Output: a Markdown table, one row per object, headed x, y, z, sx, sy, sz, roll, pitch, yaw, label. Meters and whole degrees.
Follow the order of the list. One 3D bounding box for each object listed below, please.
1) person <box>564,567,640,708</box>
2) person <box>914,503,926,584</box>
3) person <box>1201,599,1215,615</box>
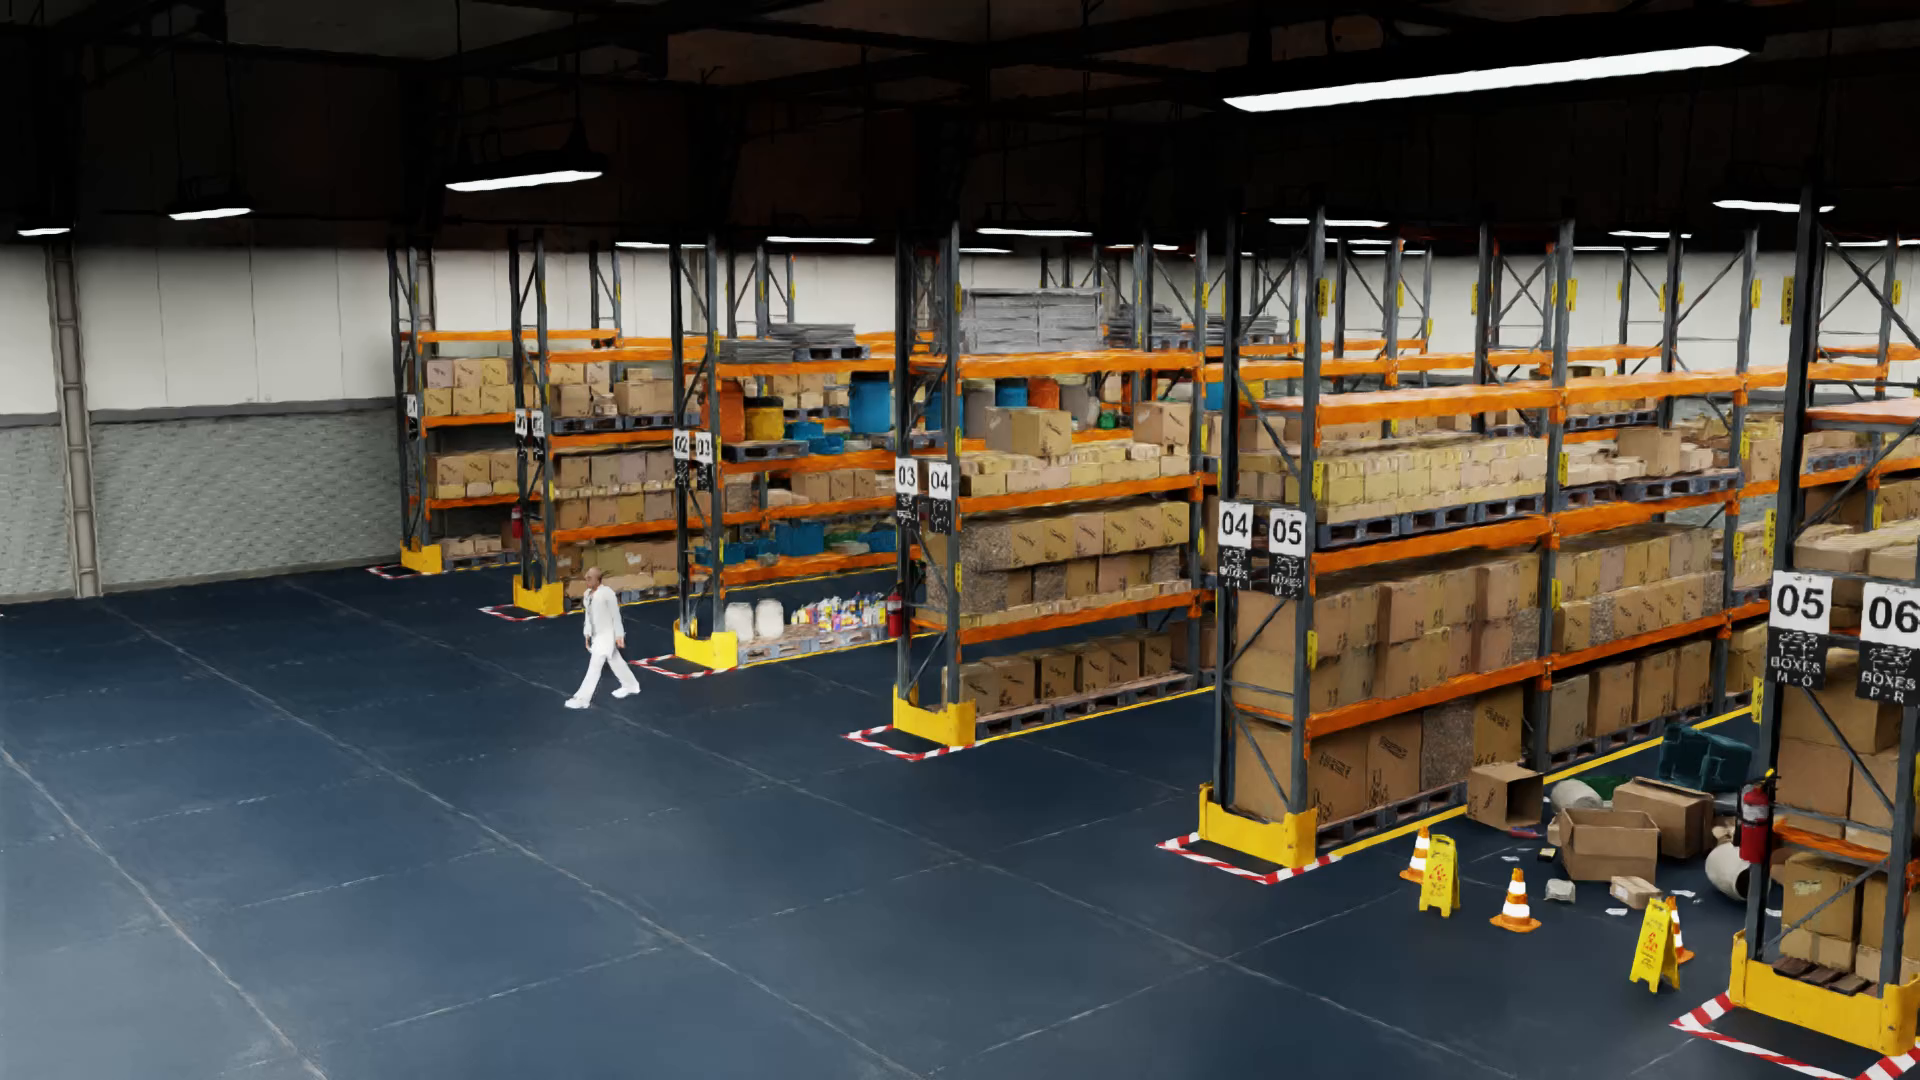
| x | y | z | sx | sy | sz | roll | pitch | yaw | label |
| --- | --- | --- | --- | --- | --- | --- | --- | --- | --- |
| -4.459 | 1.164 | 20.509 | 1.187 | 1.695 | 0.599 | -8 | 12 | -42 | person |
| -0.791 | -0.105 | 28.809 | 0.552 | 1.742 | 0.677 | -8 | 12 | -40 | person |
| 3.606 | 0.636 | 24.430 | 1.088 | 1.560 | 0.447 | -7 | 11 | -37 | person |
